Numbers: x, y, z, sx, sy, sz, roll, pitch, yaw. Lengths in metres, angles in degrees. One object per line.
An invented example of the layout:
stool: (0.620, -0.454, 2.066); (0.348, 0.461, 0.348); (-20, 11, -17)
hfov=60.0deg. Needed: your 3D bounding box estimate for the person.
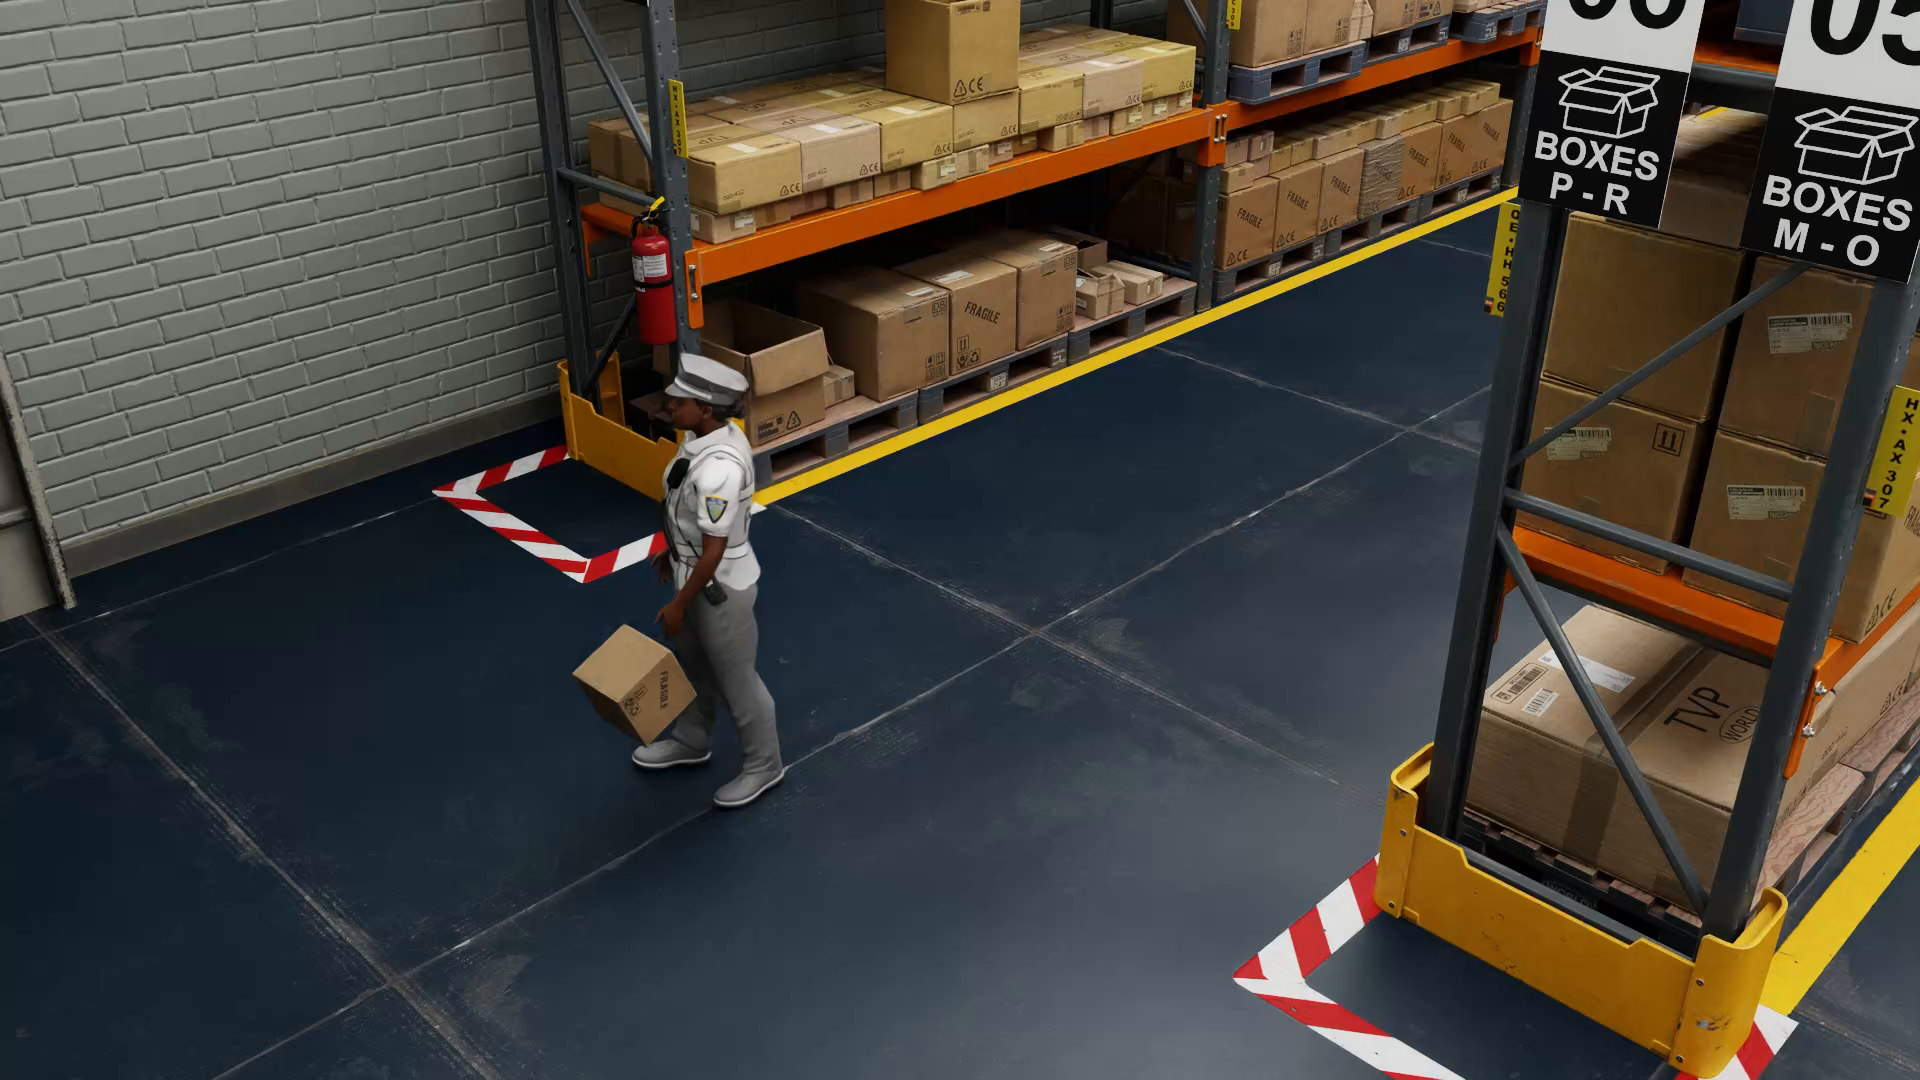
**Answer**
person: (-0.933, 0.146, 5.799); (0.542, 1.687, 0.524); (-6, 29, -12)
